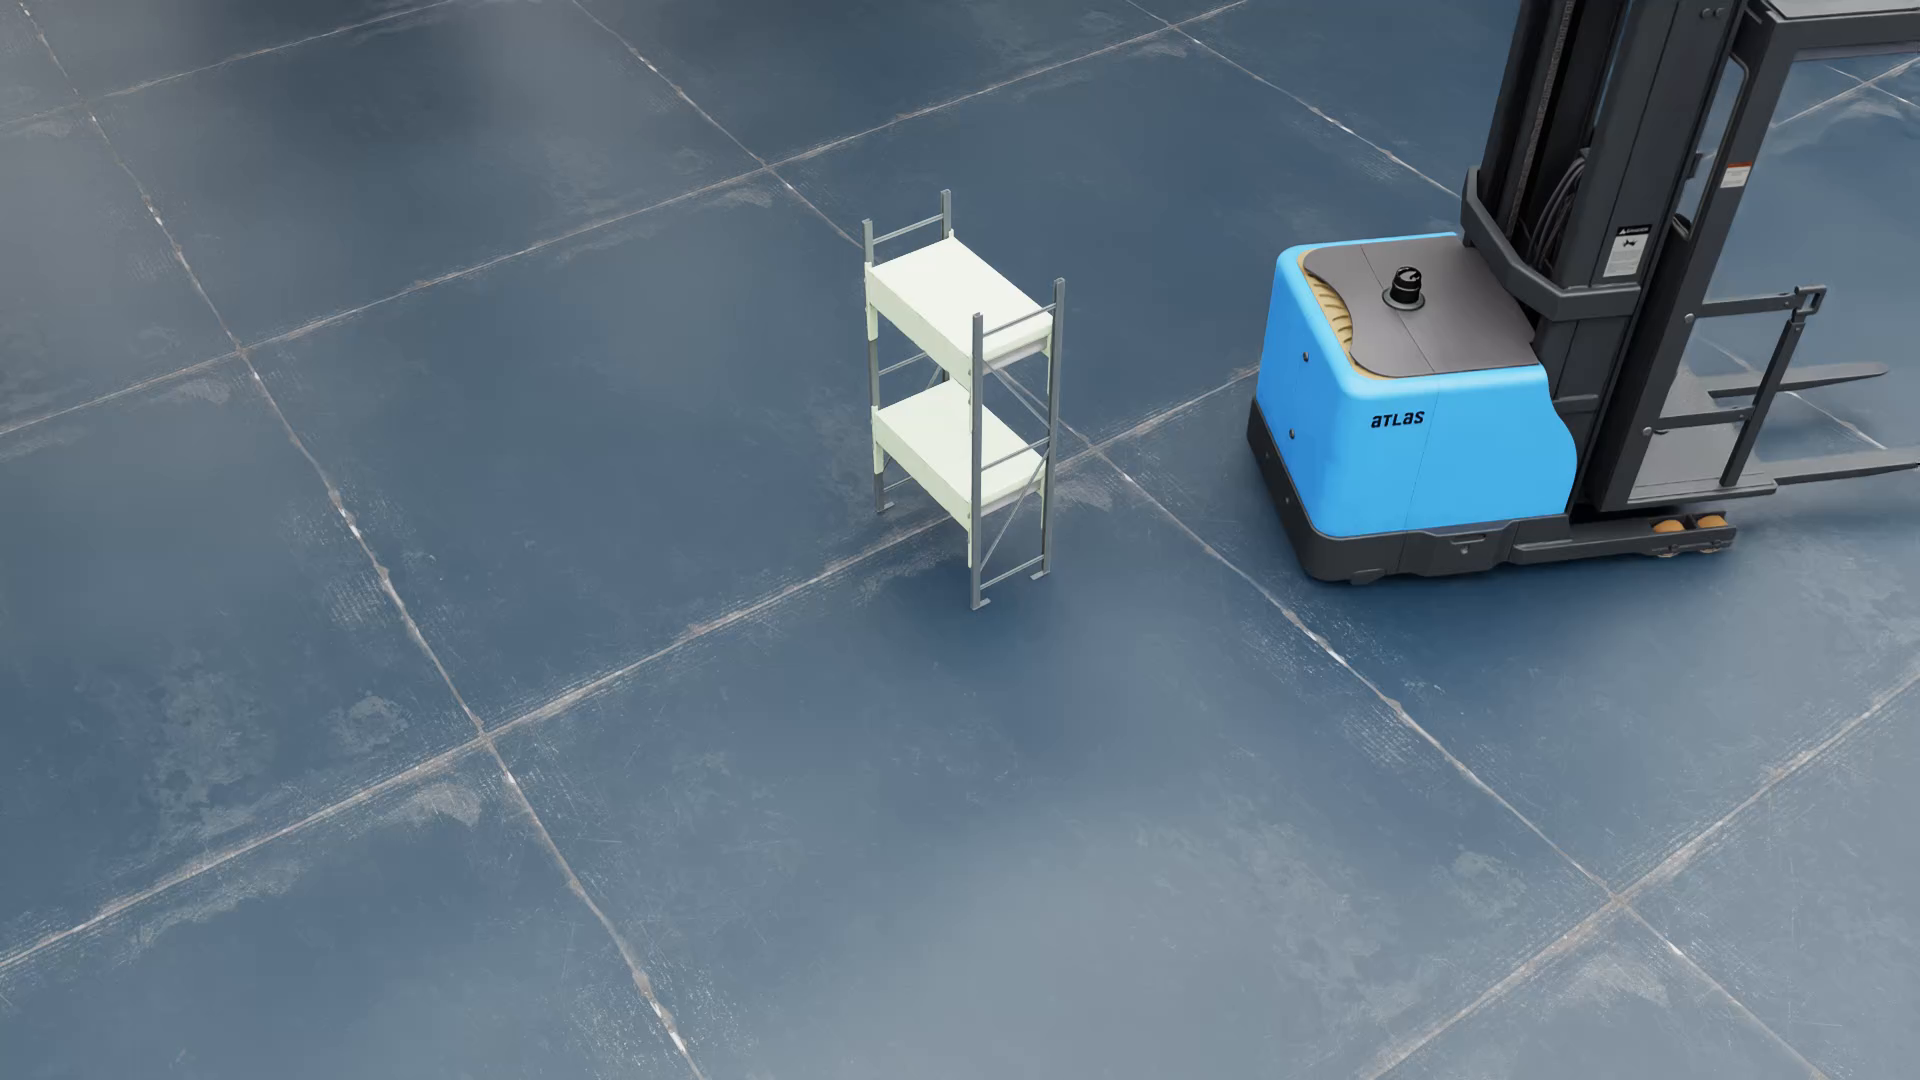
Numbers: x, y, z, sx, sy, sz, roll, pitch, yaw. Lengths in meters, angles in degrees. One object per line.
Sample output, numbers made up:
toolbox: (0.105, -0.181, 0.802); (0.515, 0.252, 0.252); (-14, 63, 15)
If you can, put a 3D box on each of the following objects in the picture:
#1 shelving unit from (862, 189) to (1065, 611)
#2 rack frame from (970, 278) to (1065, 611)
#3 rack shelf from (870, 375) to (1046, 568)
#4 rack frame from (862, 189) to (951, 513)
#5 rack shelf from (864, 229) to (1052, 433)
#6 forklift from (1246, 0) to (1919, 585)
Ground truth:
shelving unit: (0.004, -0.539, 6.719); (0.431, 1.500, 0.755); (-26, 49, -24)
rack frame: (0.213, -0.331, 6.502); (0.400, 1.500, 0.023); (-26, 49, -24)
rack shelf: (0.004, -0.303, 6.944); (0.431, 0.370, 0.720); (-26, 49, -24)
rack frame: (-0.206, -0.746, 6.936); (0.400, 1.500, 0.023); (-26, 49, -24)
rack shelf: (0.004, -0.821, 6.450); (0.431, 0.370, 0.720); (-26, 49, -24)
forklift: (2.877, -1.341, 6.524); (3.031, 2.935, 1.130); (-6, 44, -6)
